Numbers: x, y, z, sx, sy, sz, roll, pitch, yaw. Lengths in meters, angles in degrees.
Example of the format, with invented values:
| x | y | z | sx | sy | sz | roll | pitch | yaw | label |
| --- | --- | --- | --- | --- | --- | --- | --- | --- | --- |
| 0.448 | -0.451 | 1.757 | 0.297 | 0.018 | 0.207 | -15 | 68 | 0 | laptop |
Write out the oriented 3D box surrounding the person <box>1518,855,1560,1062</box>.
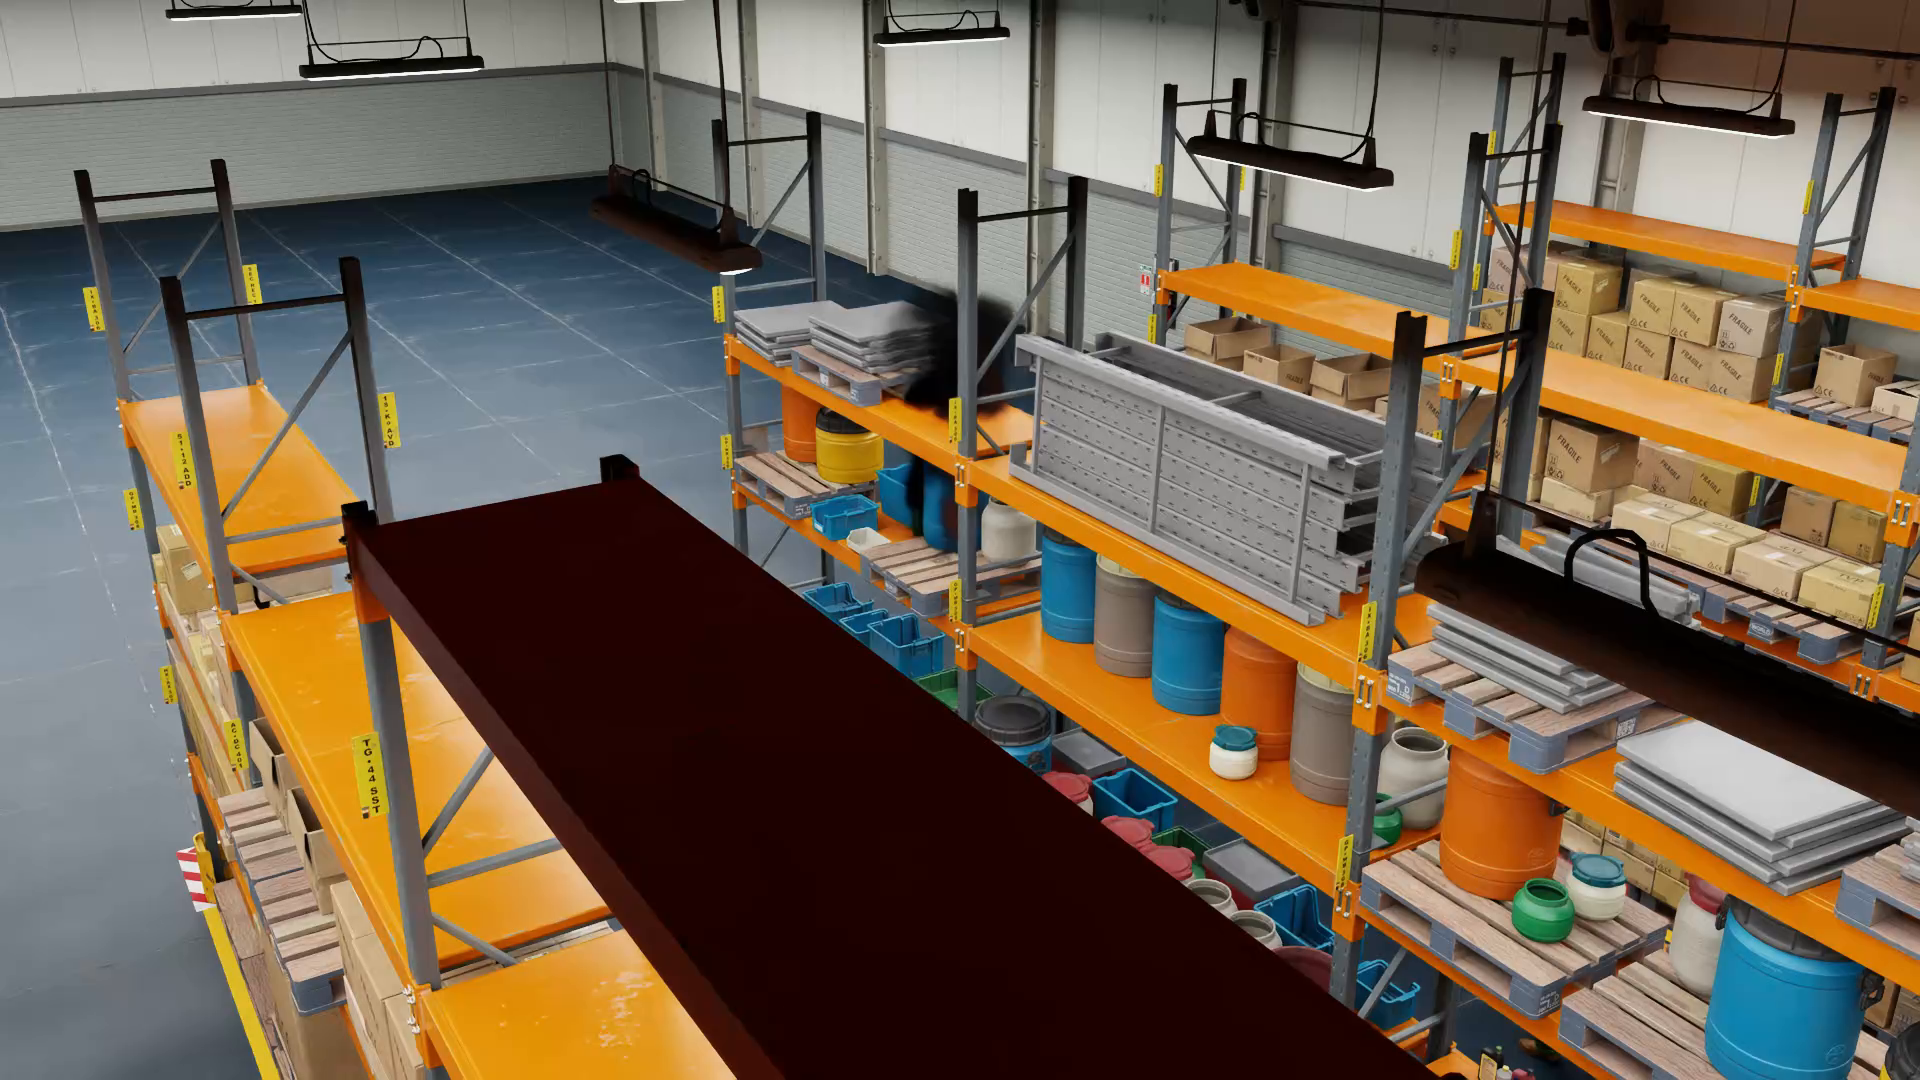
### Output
| x | y | z | sx | sy | sz | roll | pitch | yaw | label |
| --- | --- | --- | --- | --- | --- | --- | --- | --- | --- |
| 4.204 | 2.969 | 11.706 | 0.702 | 1.713 | 0.663 | 18 | 28 | 37 | person |
